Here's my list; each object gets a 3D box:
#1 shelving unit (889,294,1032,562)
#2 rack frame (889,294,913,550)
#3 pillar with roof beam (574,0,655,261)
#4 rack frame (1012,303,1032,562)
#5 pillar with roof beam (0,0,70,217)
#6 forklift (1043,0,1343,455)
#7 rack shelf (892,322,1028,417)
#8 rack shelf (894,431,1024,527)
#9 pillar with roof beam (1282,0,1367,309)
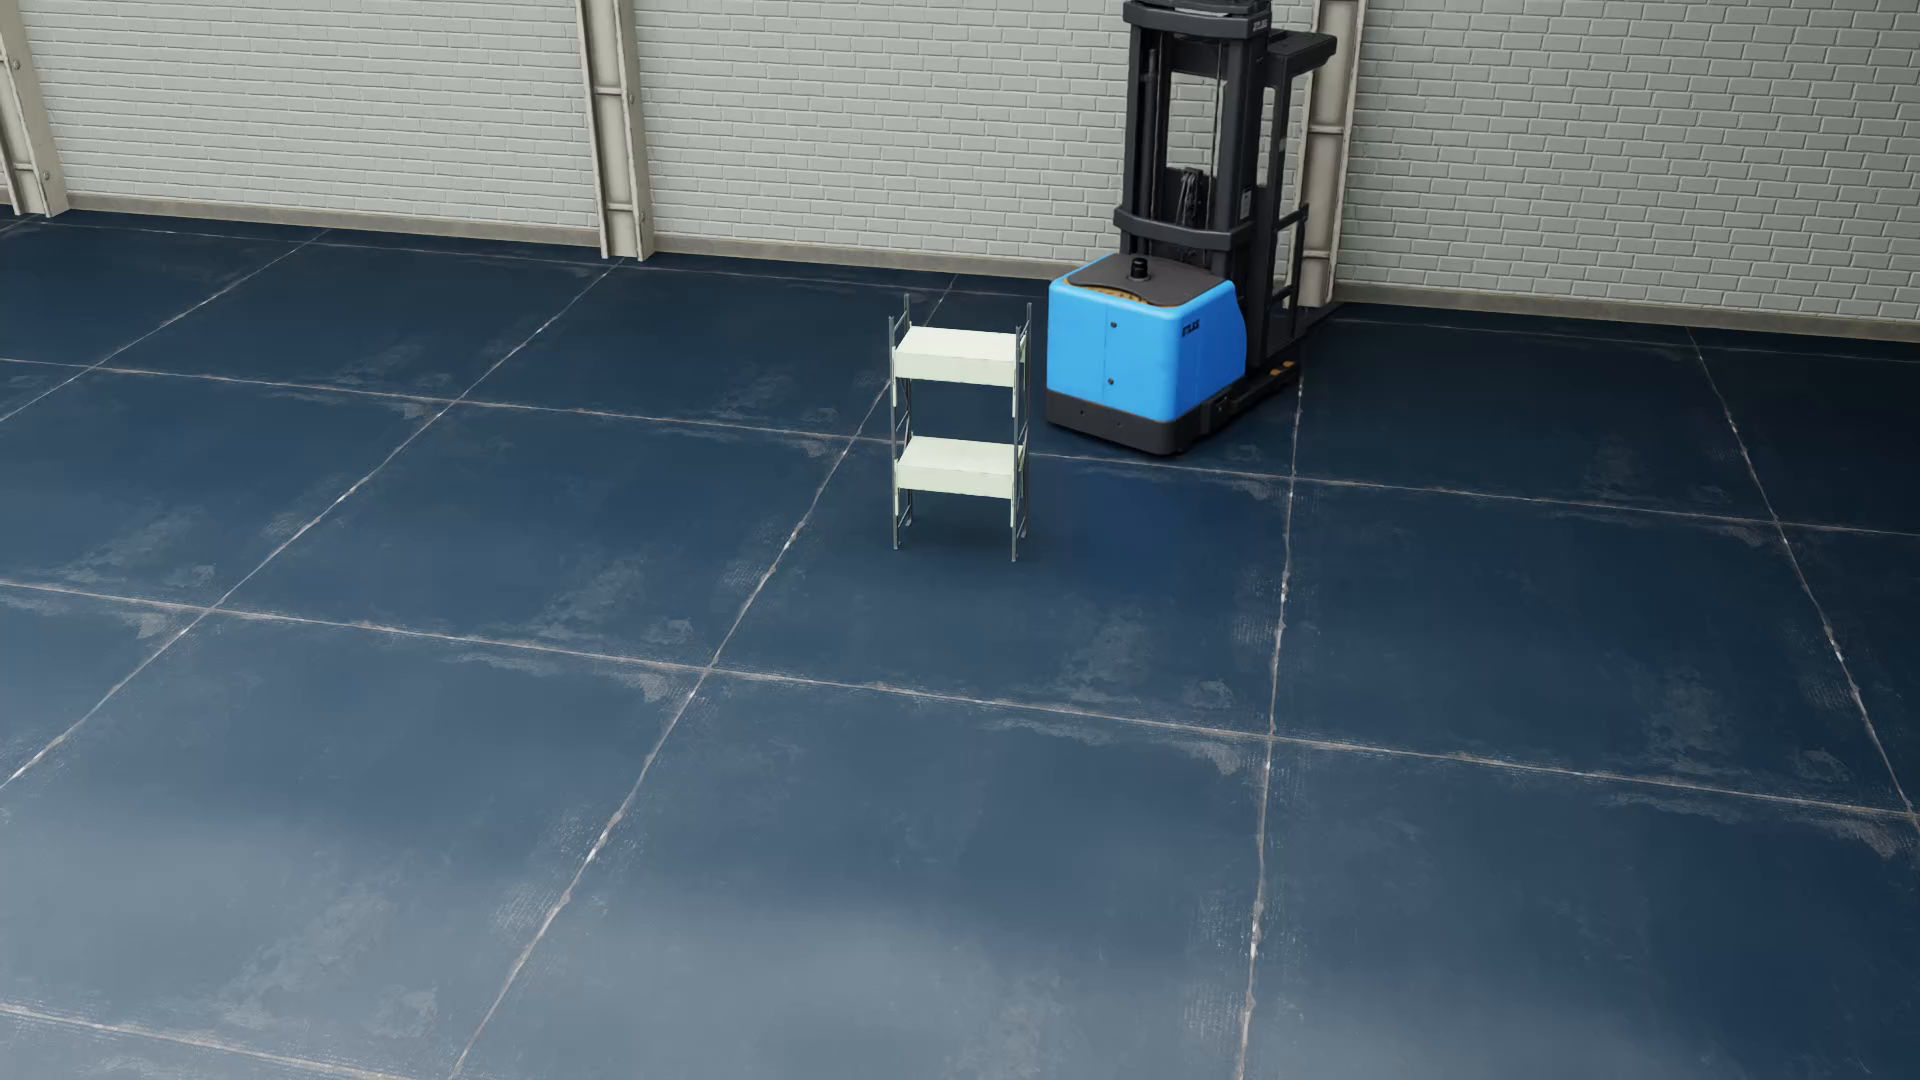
[{"bbox_3d":[0.007,-0.657,9.889,0.755,1.500,0.431,6,29,11],"label":"shelving unit"},{"bbox_3d":[-0.351,-0.694,9.956,0.023,1.500,0.400,6,29,11],"label":"rack frame"},{"bbox_3d":[-3.873,-4.496,9.092,0.400,9.000,9.100,6,29,11],"label":"pillar with roof beam"},{"bbox_3d":[0.364,-0.620,9.822,0.023,1.500,0.400,6,29,11],"label":"rack frame"},{"bbox_3d":[-9.741,-5.098,10.191,0.400,9.000,9.100,6,29,11],"label":"pillar with roof beam"},{"bbox_3d":[1.875,-2.504,11.772,1.130,2.935,3.031,20,34,32],"label":"forklift"},{"bbox_3d":[0.007,-1.000,9.701,0.720,0.370,0.431,6,29,11],"label":"rack shelf"},{"bbox_3d":[0.007,-0.371,10.045,0.720,0.370,0.431,6,29,11],"label":"rack shelf"},{"bbox_3d":[1.994,-3.895,7.993,0.400,9.000,9.100,6,29,11],"label":"pillar with roof beam"}]
